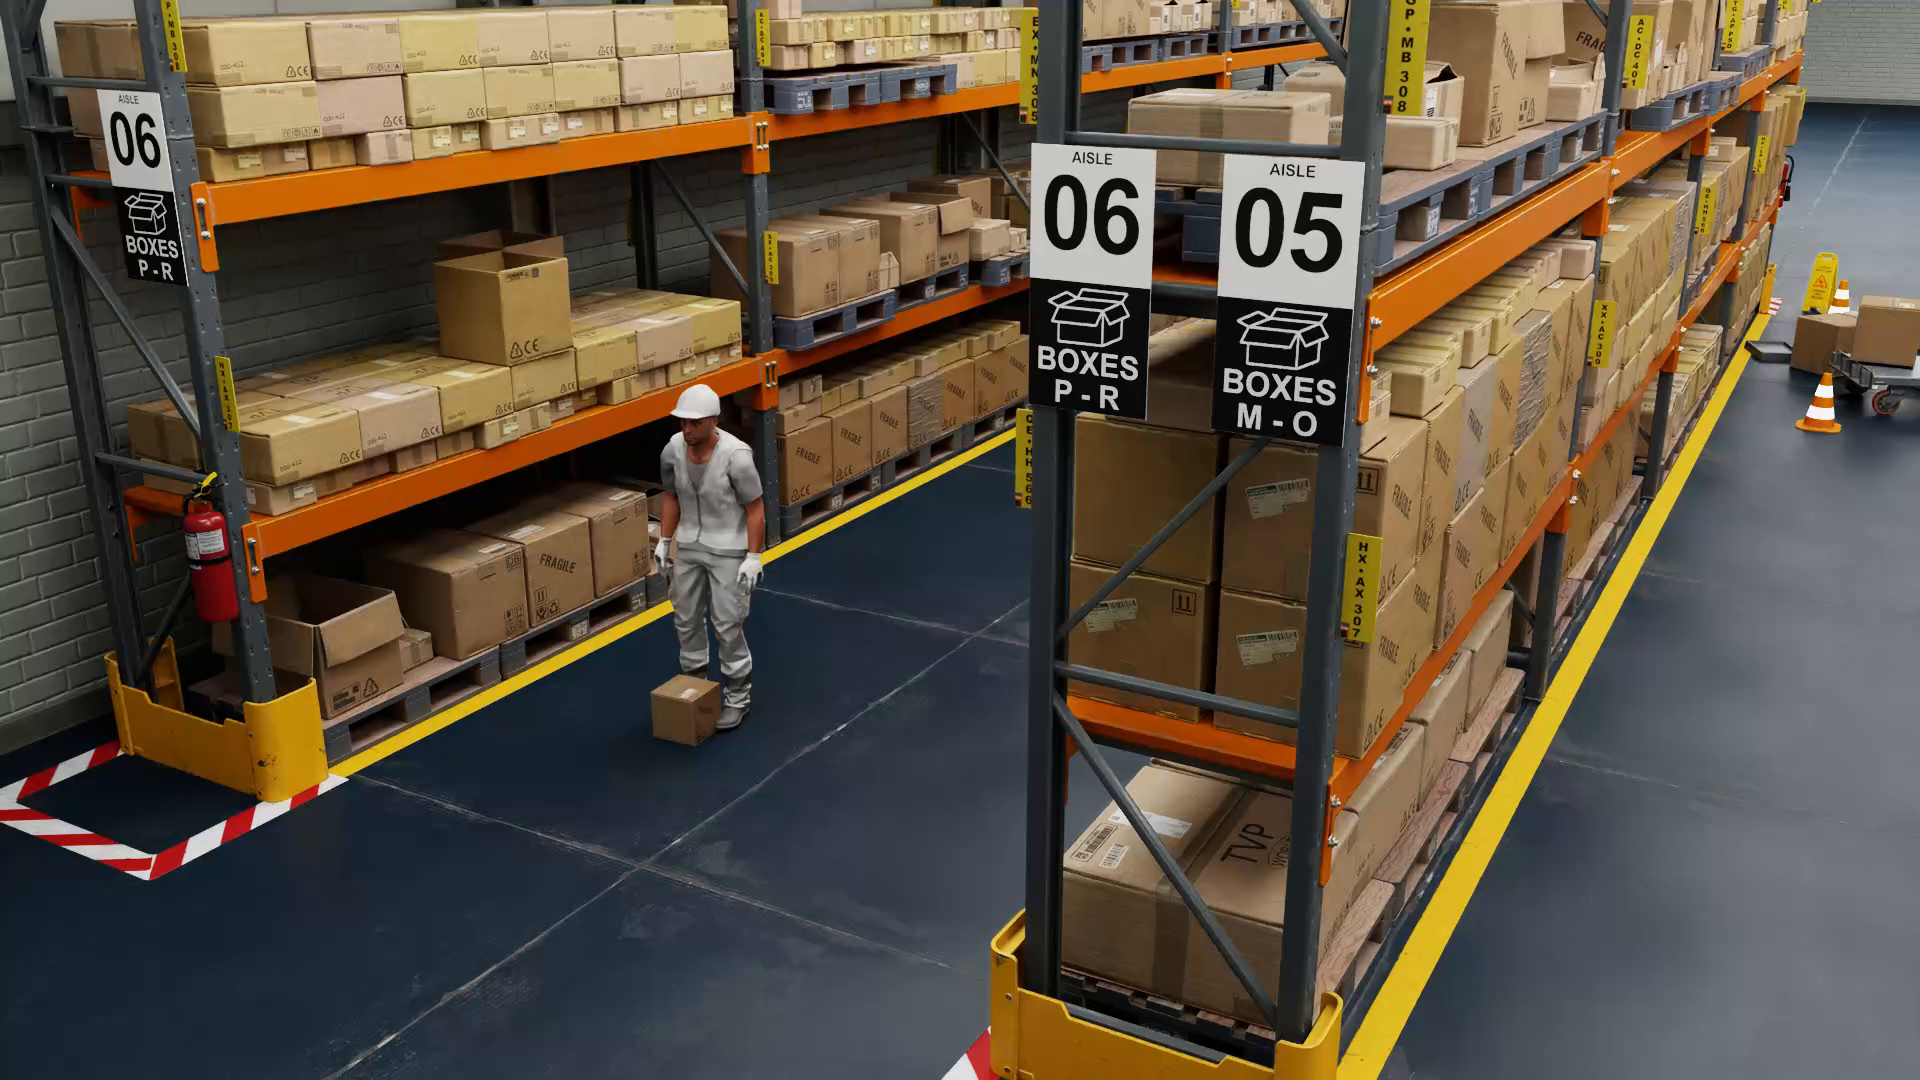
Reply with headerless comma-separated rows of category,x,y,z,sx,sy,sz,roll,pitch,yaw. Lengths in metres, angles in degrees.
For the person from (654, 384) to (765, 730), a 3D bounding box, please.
person,-1.257,0.076,8.326,0.619,1.779,0.450,9,21,24
